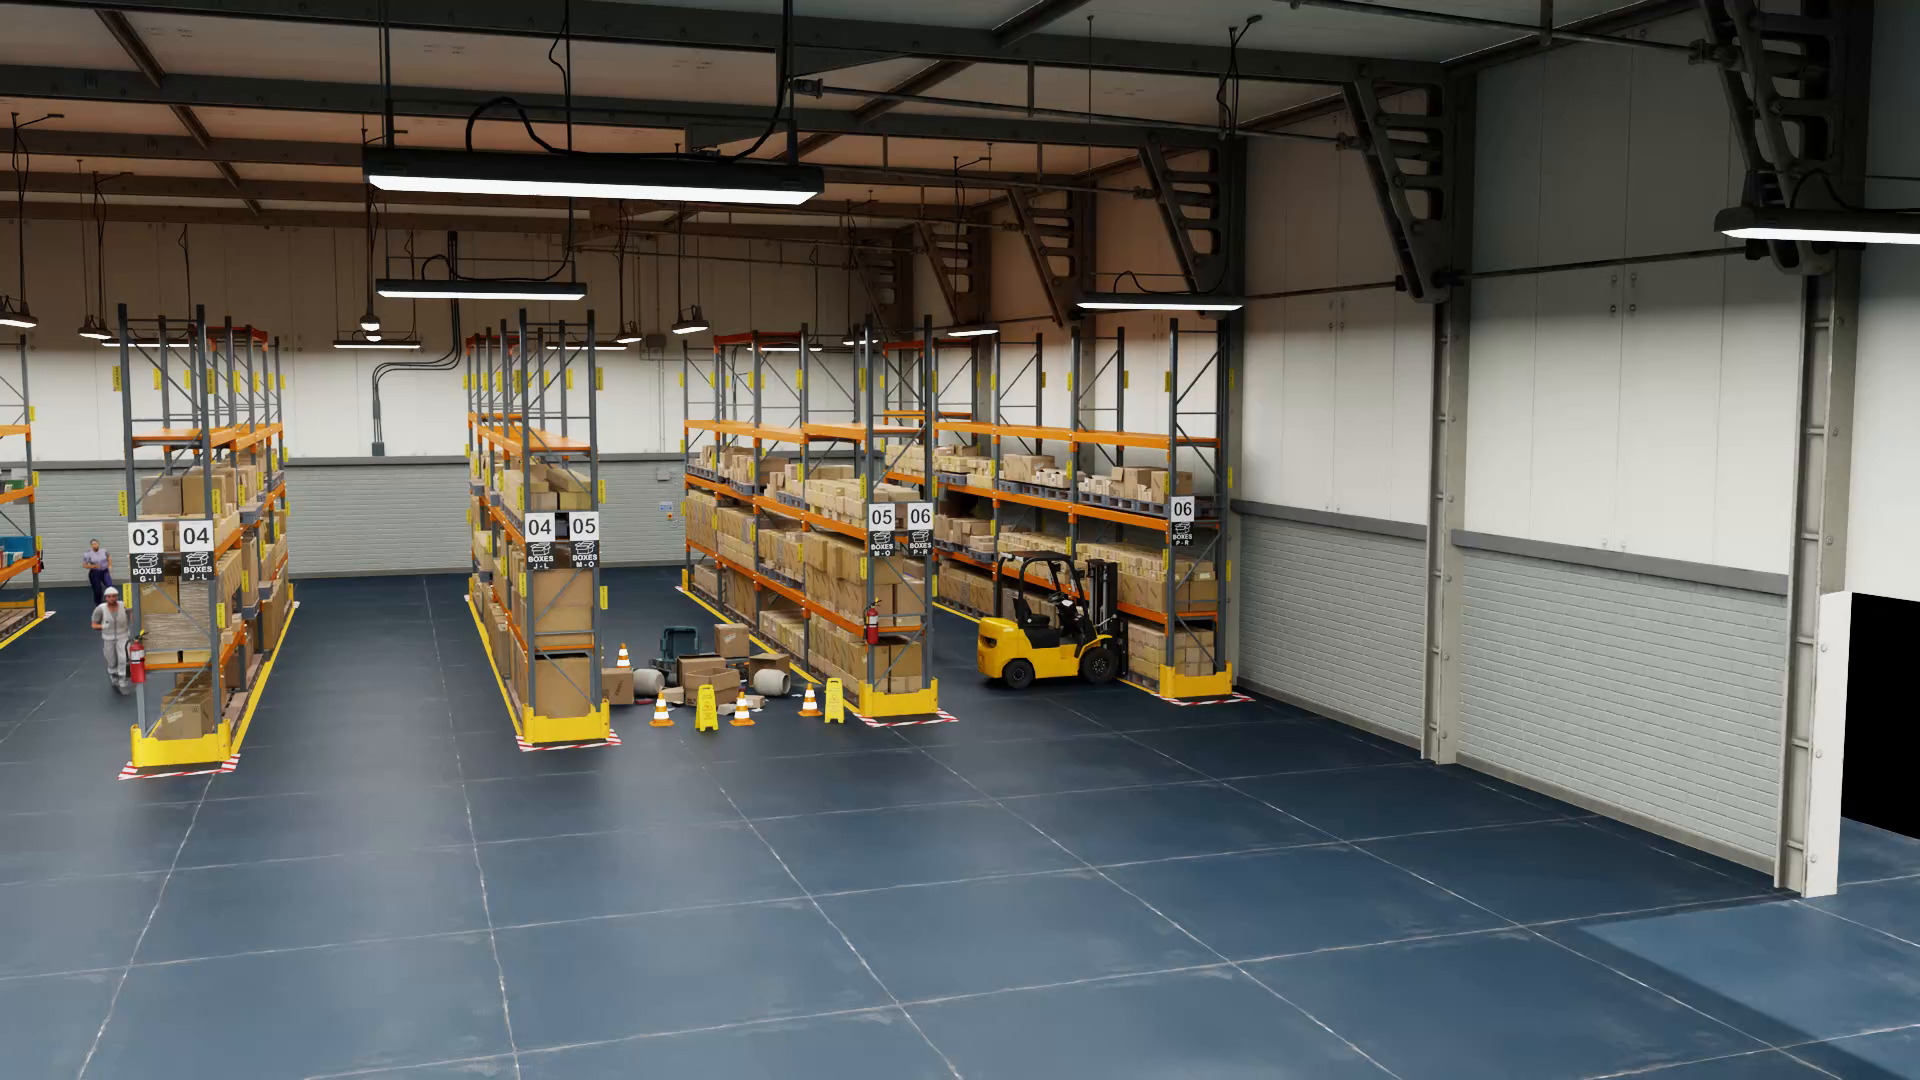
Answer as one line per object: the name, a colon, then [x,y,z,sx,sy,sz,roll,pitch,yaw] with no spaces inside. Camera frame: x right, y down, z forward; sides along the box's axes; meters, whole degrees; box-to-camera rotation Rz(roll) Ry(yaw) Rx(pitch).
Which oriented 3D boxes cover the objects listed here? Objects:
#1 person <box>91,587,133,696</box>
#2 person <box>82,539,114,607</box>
person: [-13.559,1.603,26.740,0.686,1.750,0.994,-2,6,-24]
person: [-18.566,0.788,35.898,0.693,1.654,0.737,-5,7,-41]
